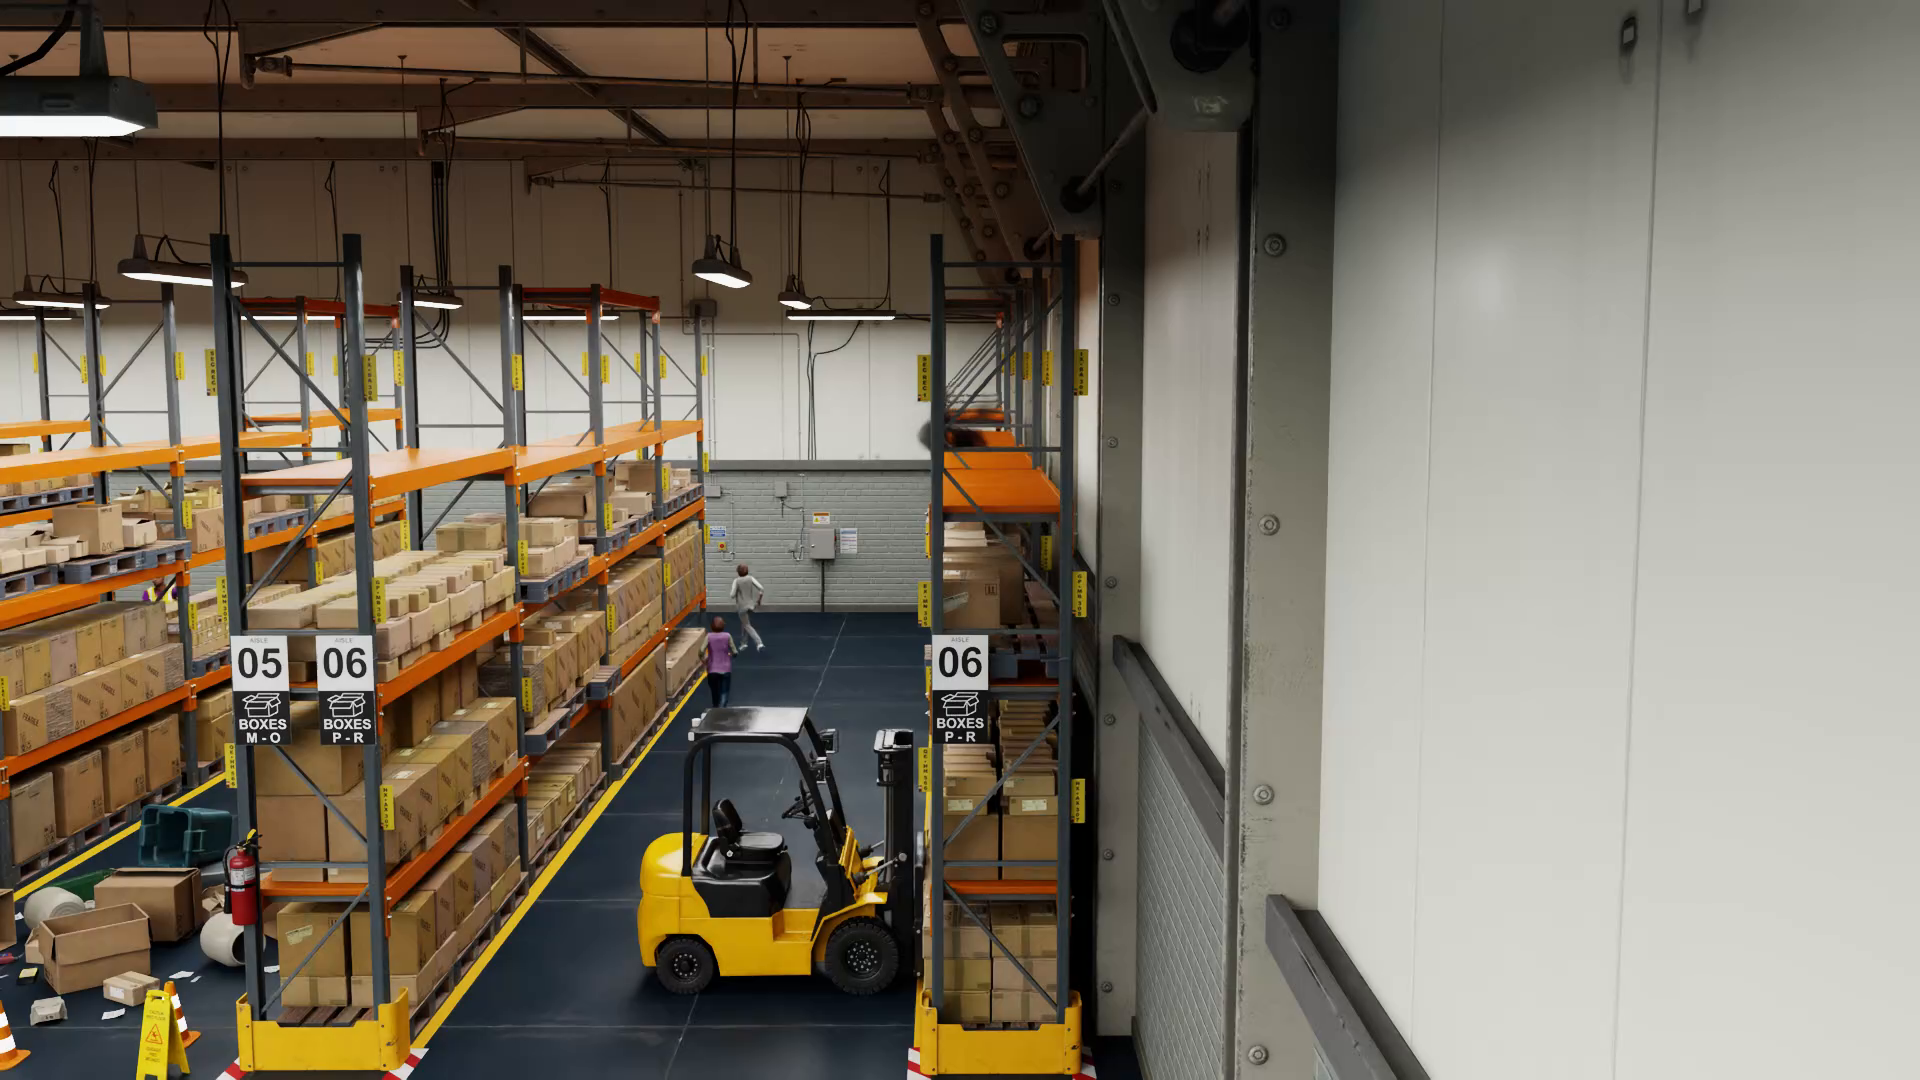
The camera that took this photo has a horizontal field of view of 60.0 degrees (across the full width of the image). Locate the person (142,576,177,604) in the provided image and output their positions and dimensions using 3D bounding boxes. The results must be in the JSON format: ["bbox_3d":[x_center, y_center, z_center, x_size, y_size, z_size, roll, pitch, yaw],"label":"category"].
[{"bbox_3d":[-12.935,1.331,27.016,0.703,1.710,0.576,-1,6,-6],"label":"person"}]

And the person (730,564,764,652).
[{"bbox_3d":[-3.739,1.191,28.808,0.552,1.588,0.815,-5,8,-38],"label":"person"}]

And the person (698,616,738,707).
[{"bbox_3d":[-3.332,1.847,22.983,0.544,1.588,0.840,-1,6,-6],"label":"person"}]
